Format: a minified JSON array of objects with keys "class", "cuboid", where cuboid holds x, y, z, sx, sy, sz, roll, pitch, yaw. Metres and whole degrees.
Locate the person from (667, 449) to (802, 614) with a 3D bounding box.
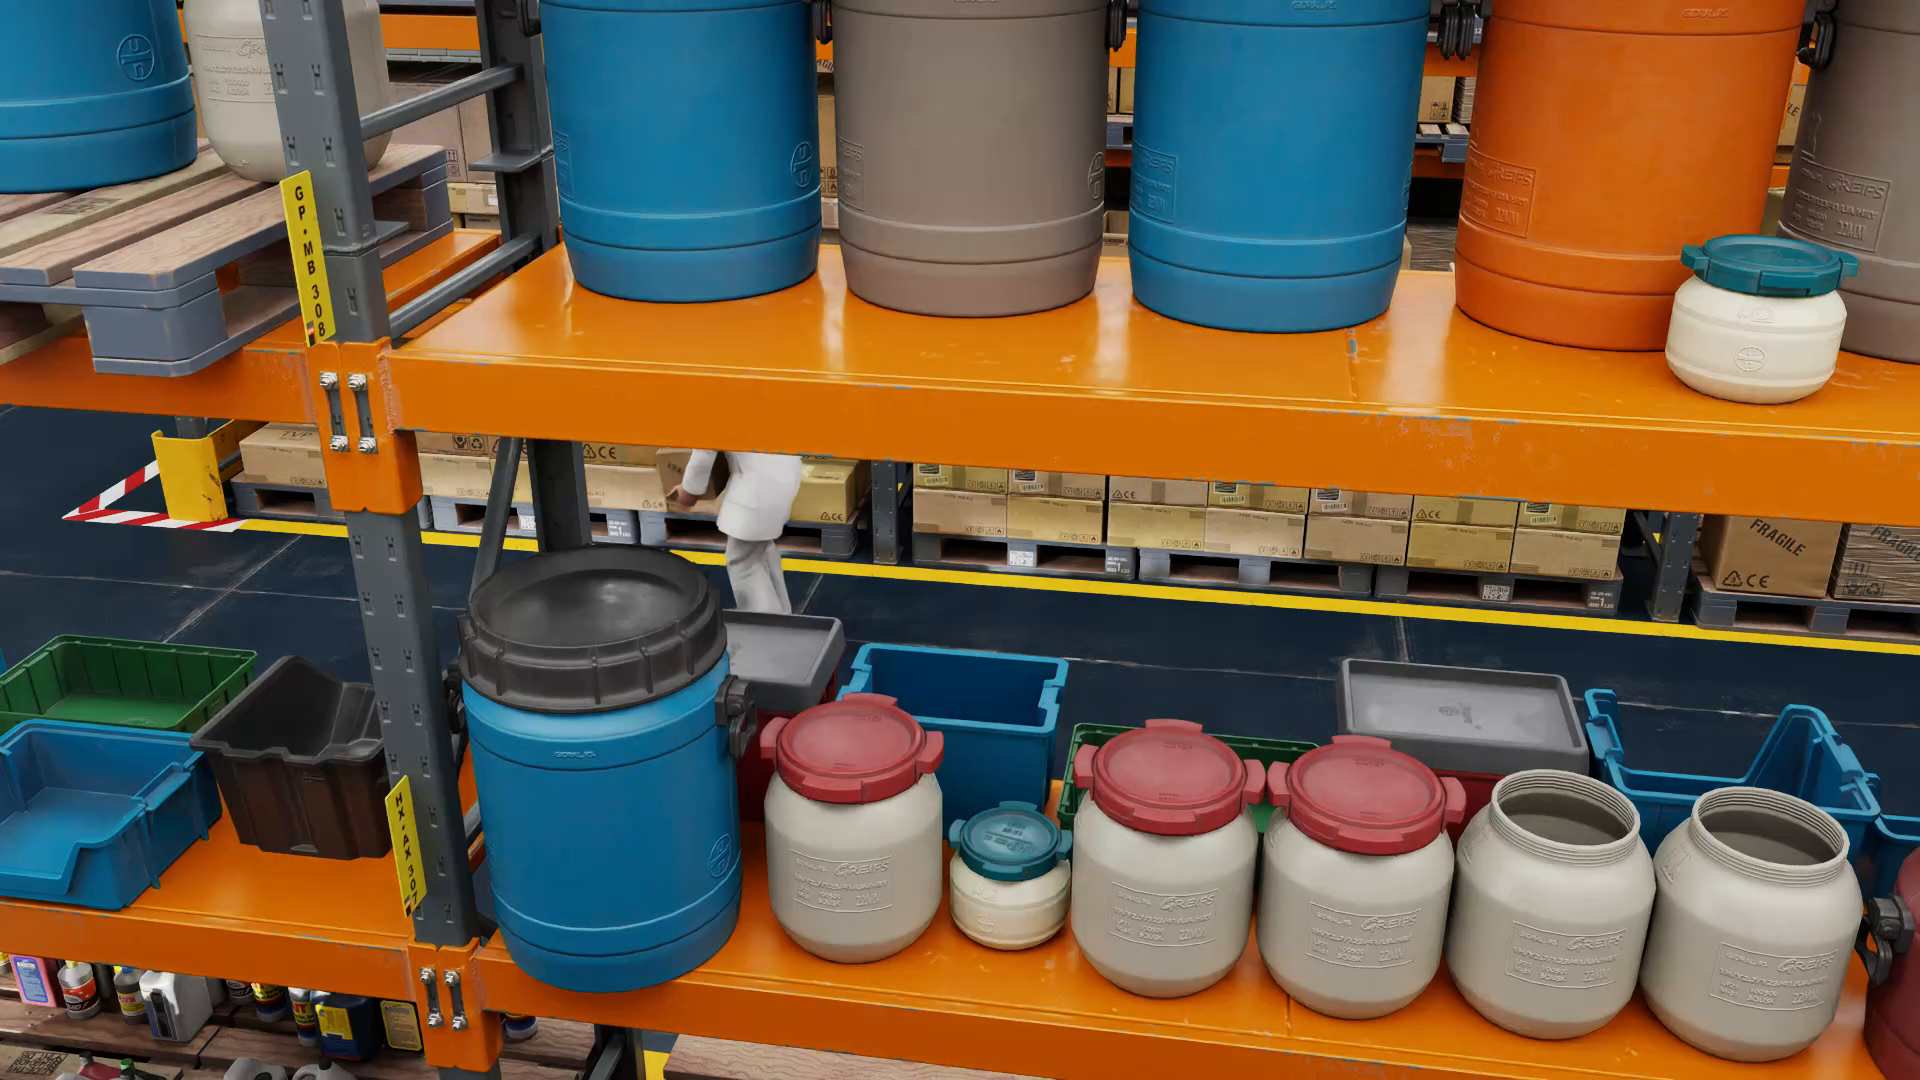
[{"class":"person","cuboid":[-1.047,-0.282,7.791,0.603,1.742,0.534,4,25,9]}]
